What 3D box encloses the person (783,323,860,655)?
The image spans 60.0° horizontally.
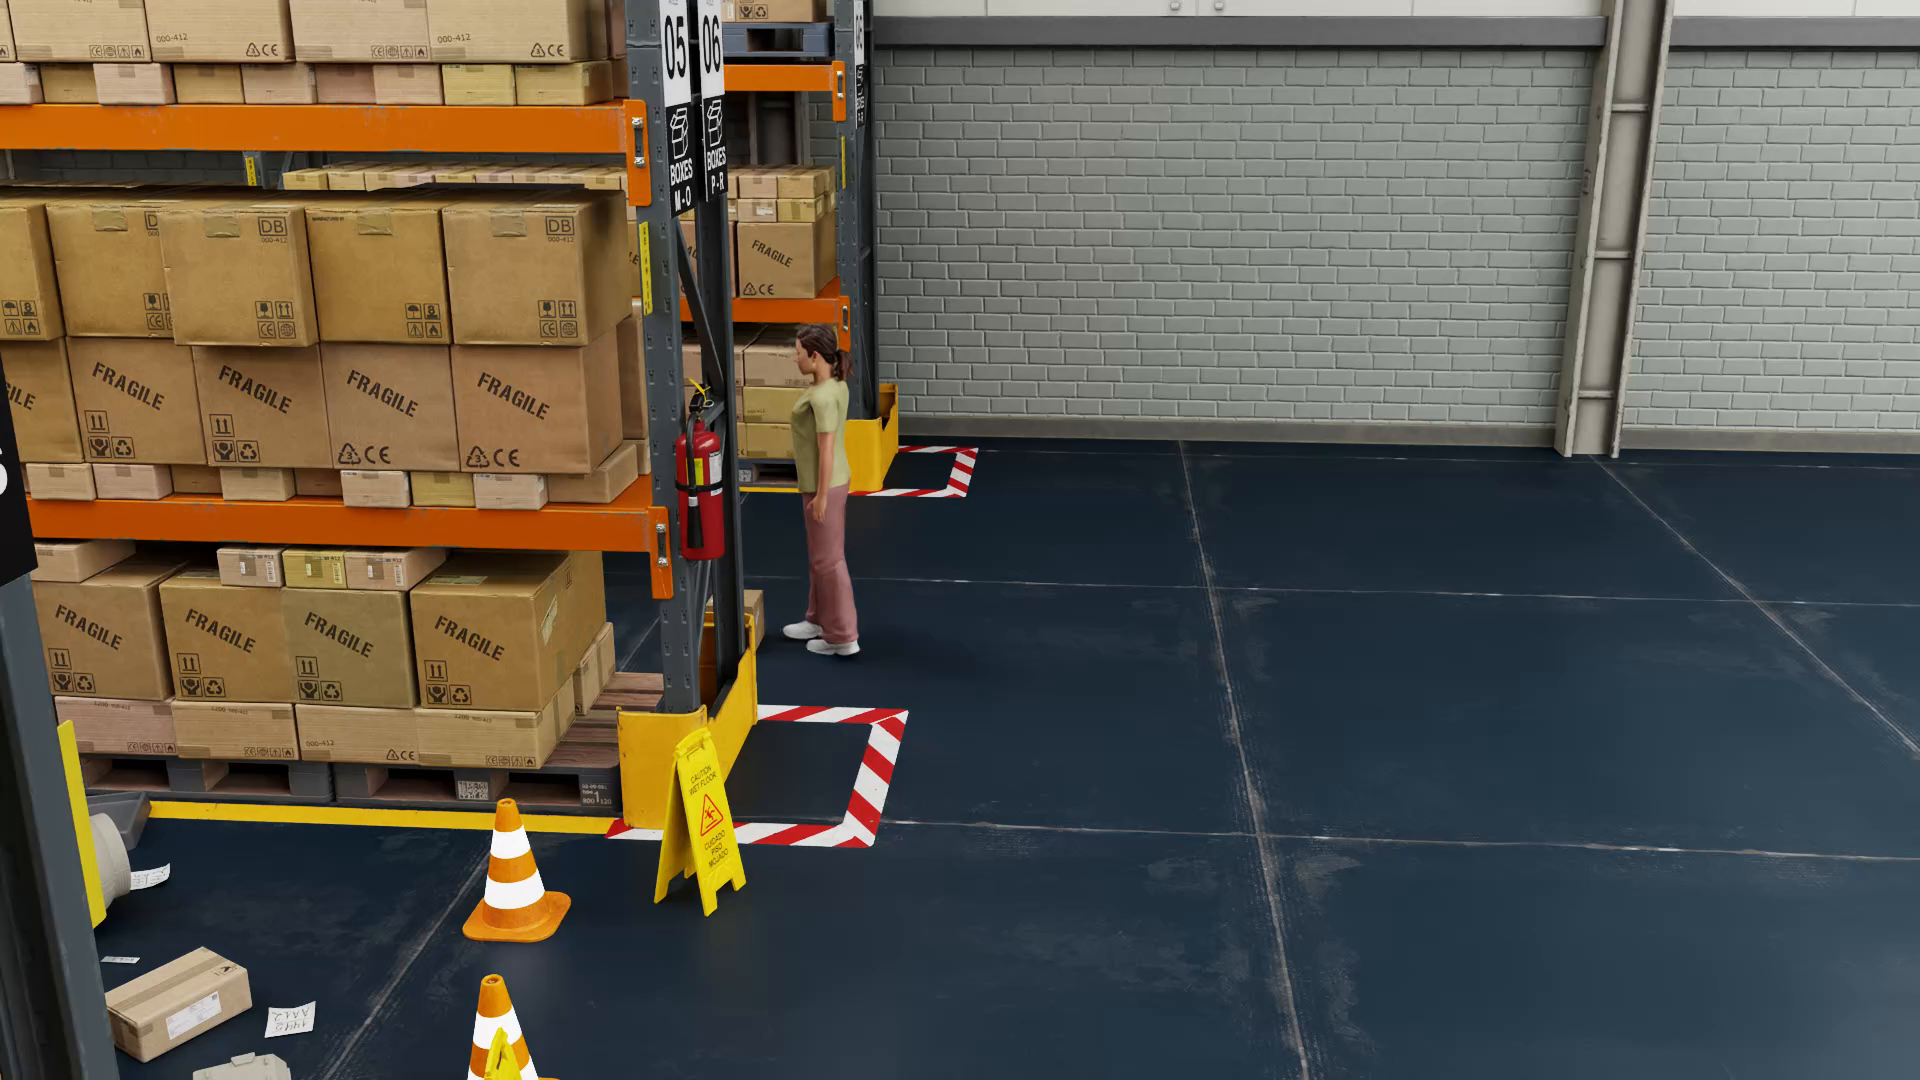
[{"bbox_3d":[-0.716,-0.250,8.350,0.430,1.695,0.451,1,18,4],"label":"person"}]
